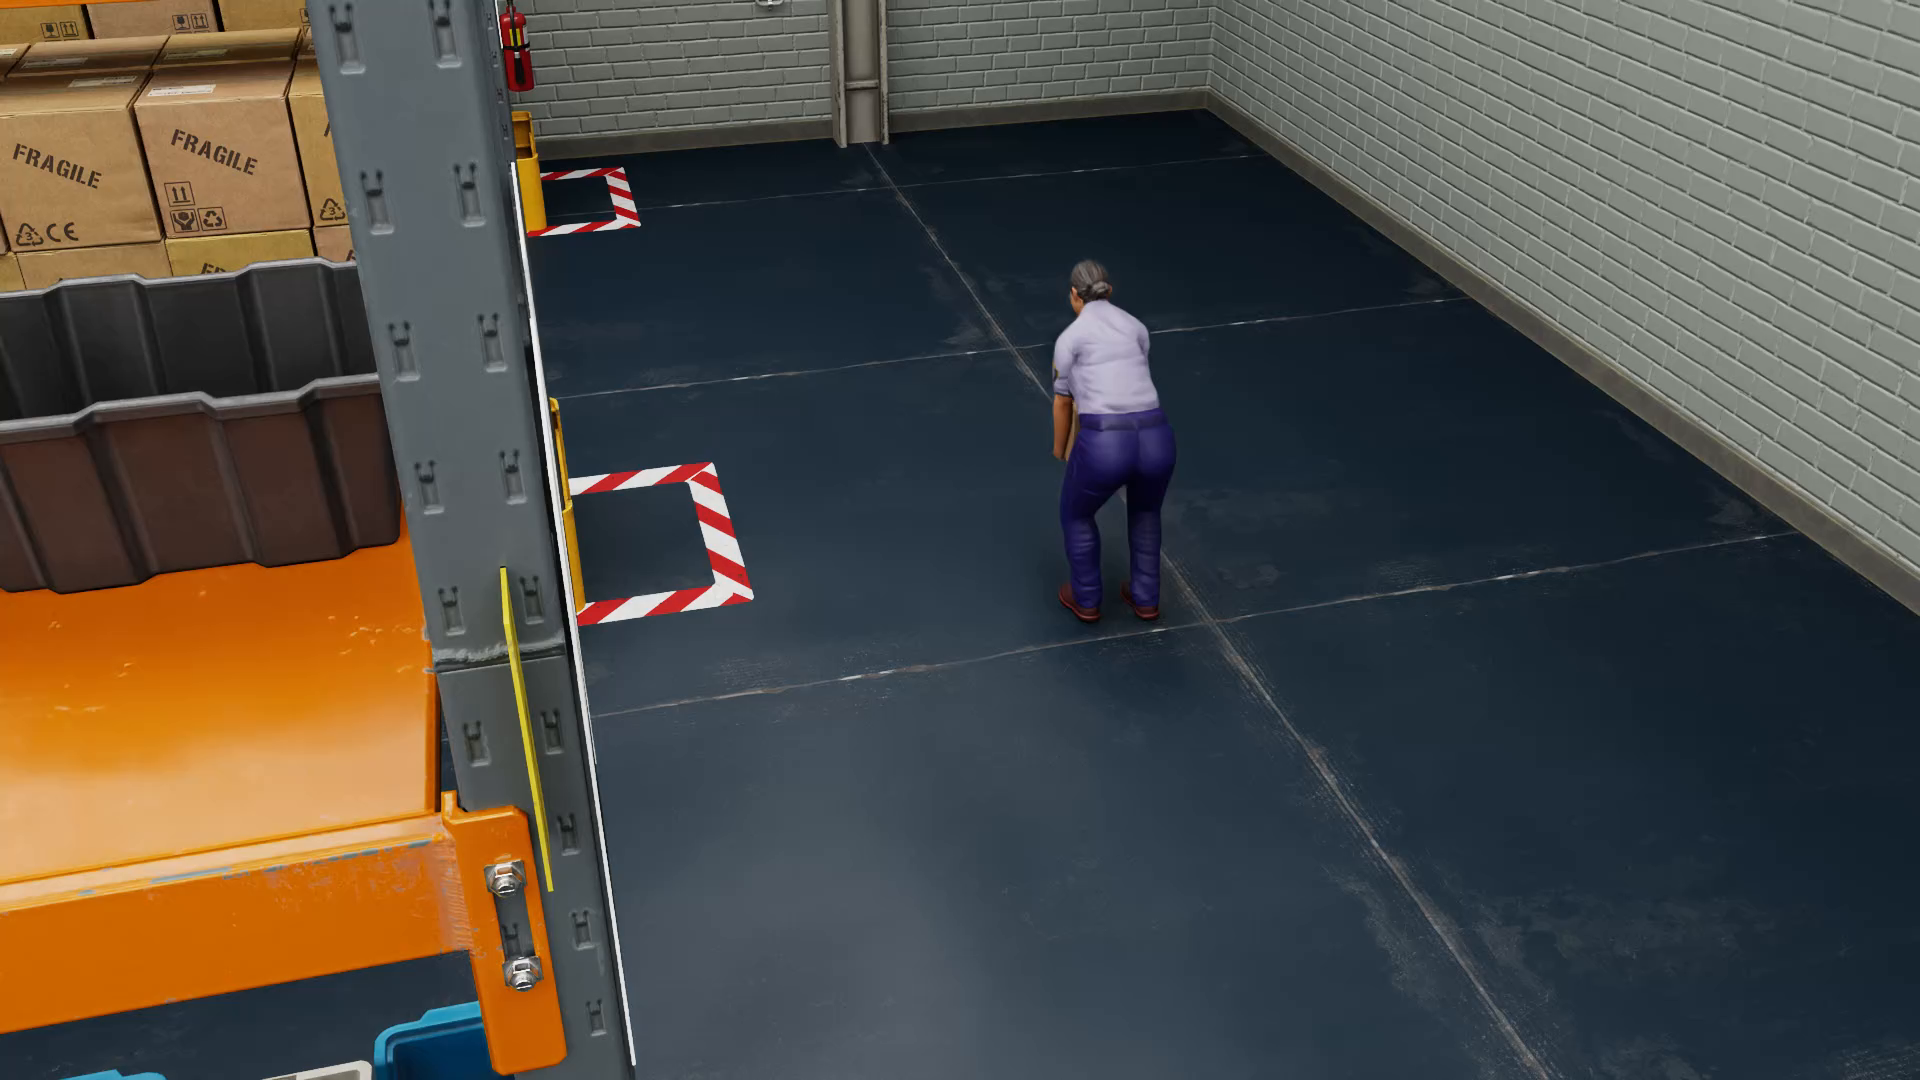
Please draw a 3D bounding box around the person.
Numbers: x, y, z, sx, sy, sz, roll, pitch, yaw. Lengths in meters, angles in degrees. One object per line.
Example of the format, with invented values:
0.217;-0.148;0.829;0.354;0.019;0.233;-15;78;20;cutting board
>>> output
0.623;-0.386;6.974;0.449;1.483;0.684;-9;32;-14;person
